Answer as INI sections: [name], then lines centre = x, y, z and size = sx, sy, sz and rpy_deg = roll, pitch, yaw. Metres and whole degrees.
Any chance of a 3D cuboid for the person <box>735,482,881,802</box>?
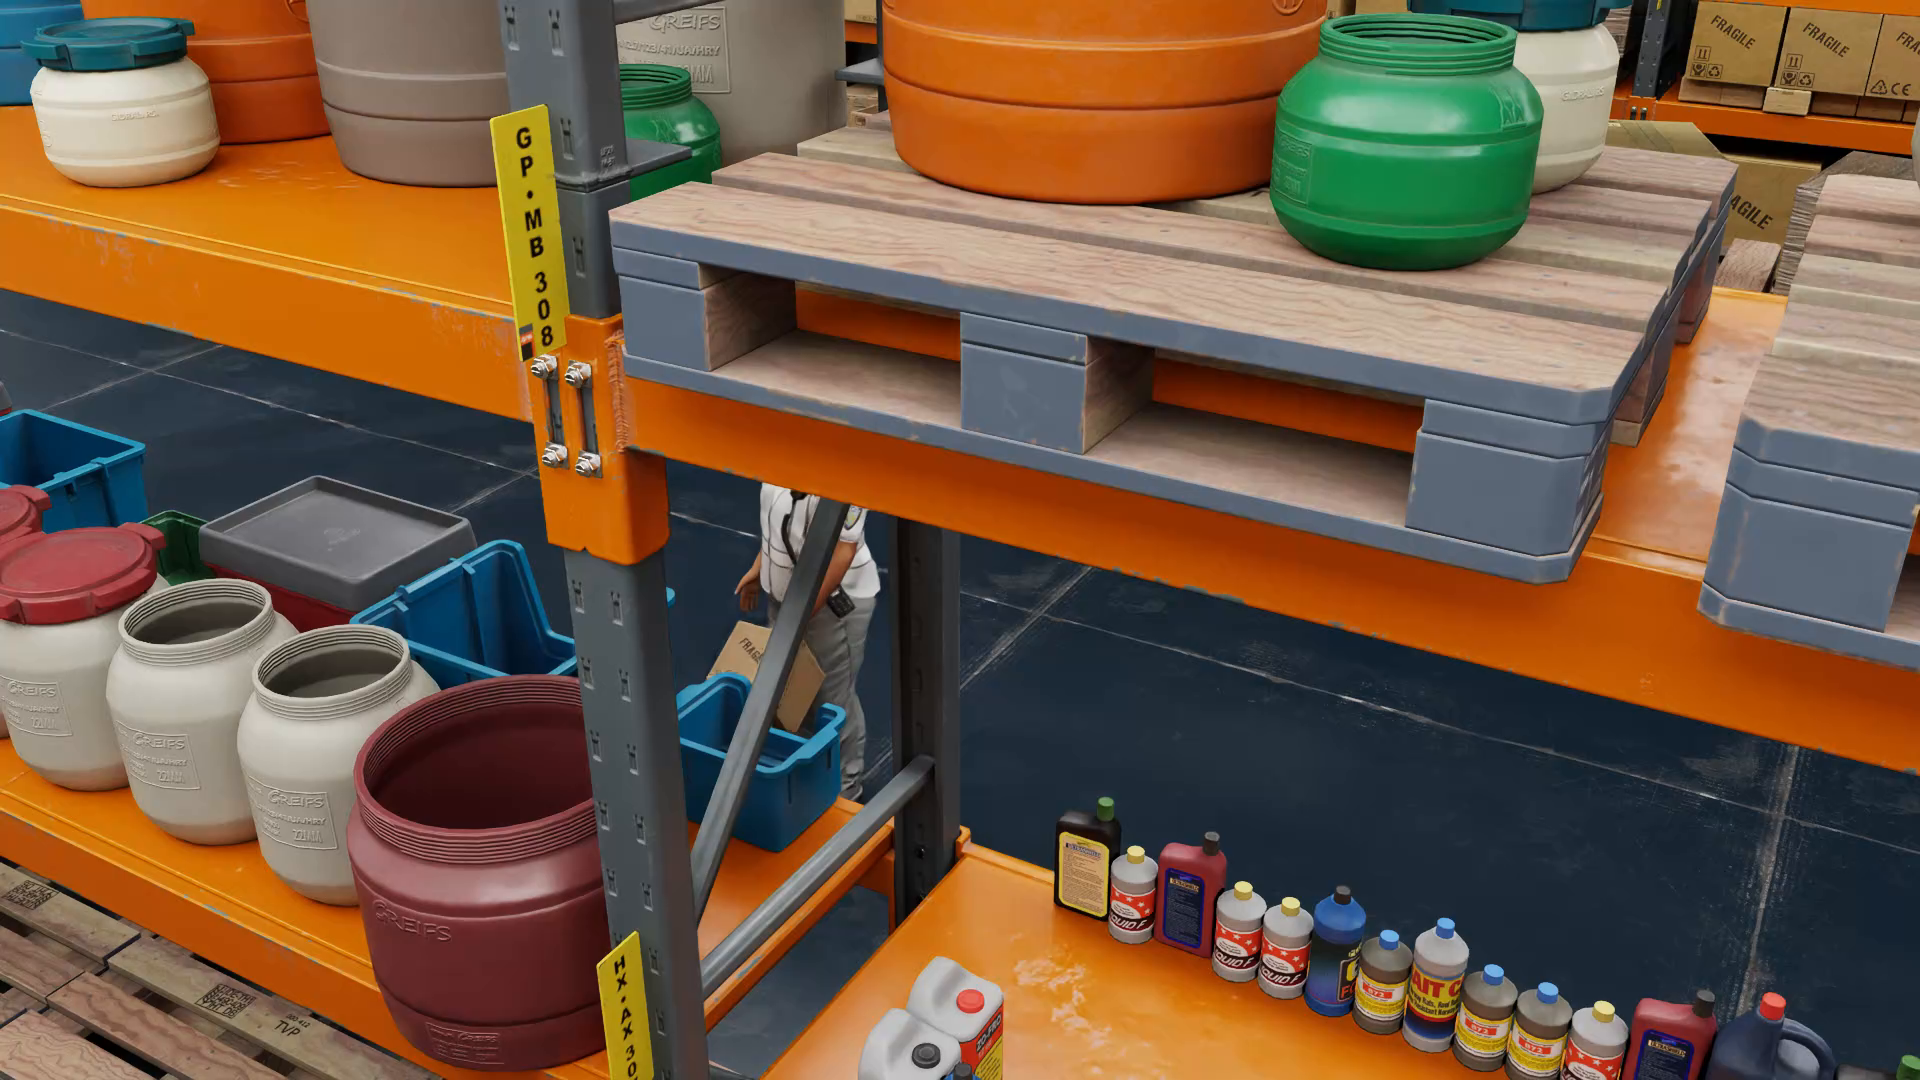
[person]
centre = -0.510, 0.207, 5.683
size = 0.447, 1.675, 0.483
rpy_deg = -14, 30, -26
